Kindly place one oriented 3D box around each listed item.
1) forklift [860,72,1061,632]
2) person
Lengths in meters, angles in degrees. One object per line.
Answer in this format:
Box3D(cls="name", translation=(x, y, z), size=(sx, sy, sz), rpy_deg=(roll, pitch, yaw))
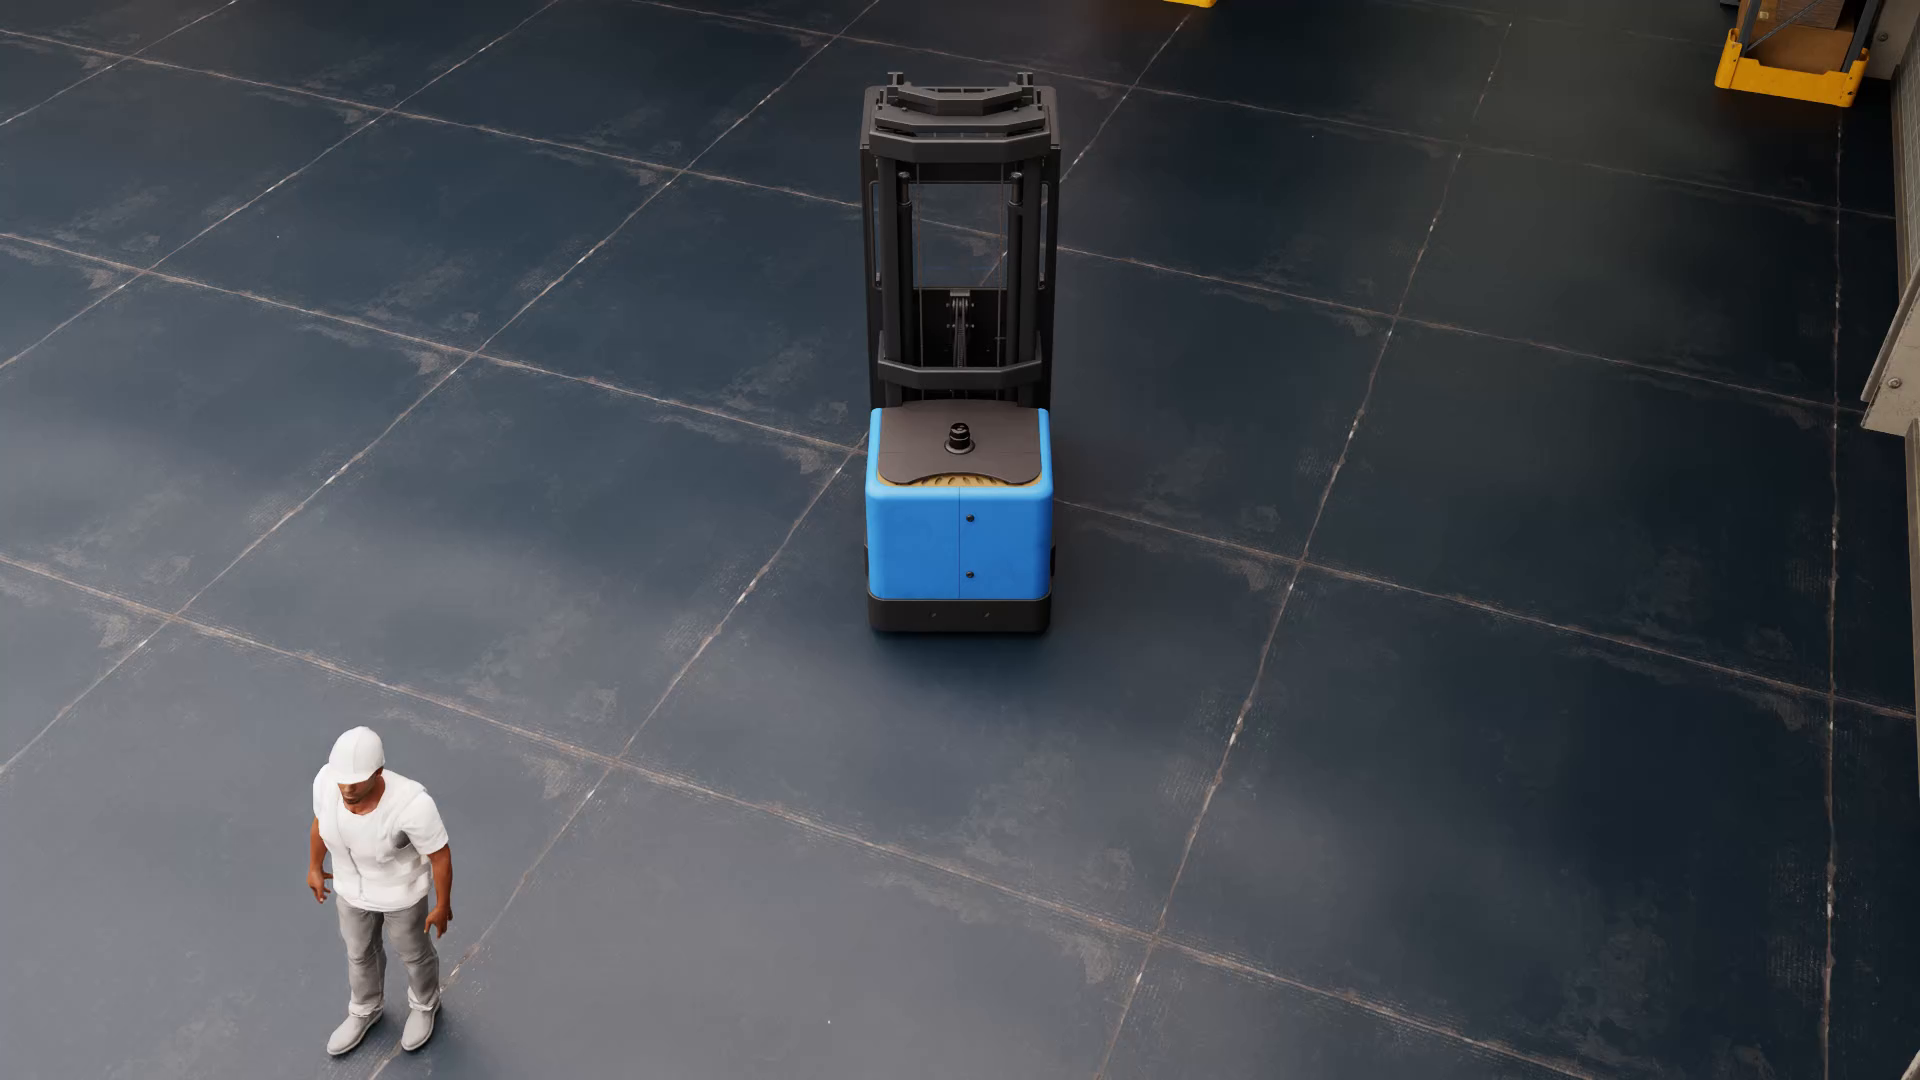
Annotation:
Box3D(cls="forklift", translation=(0.002, -1.515, 9.816), size=(1.130, 2.935, 3.031), rpy_deg=(0, 40, 0))
Box3D(cls="person", translation=(-2.494, 1.525, 7.080), size=(0.666, 1.765, 0.578), rpy_deg=(10, 41, 12))
